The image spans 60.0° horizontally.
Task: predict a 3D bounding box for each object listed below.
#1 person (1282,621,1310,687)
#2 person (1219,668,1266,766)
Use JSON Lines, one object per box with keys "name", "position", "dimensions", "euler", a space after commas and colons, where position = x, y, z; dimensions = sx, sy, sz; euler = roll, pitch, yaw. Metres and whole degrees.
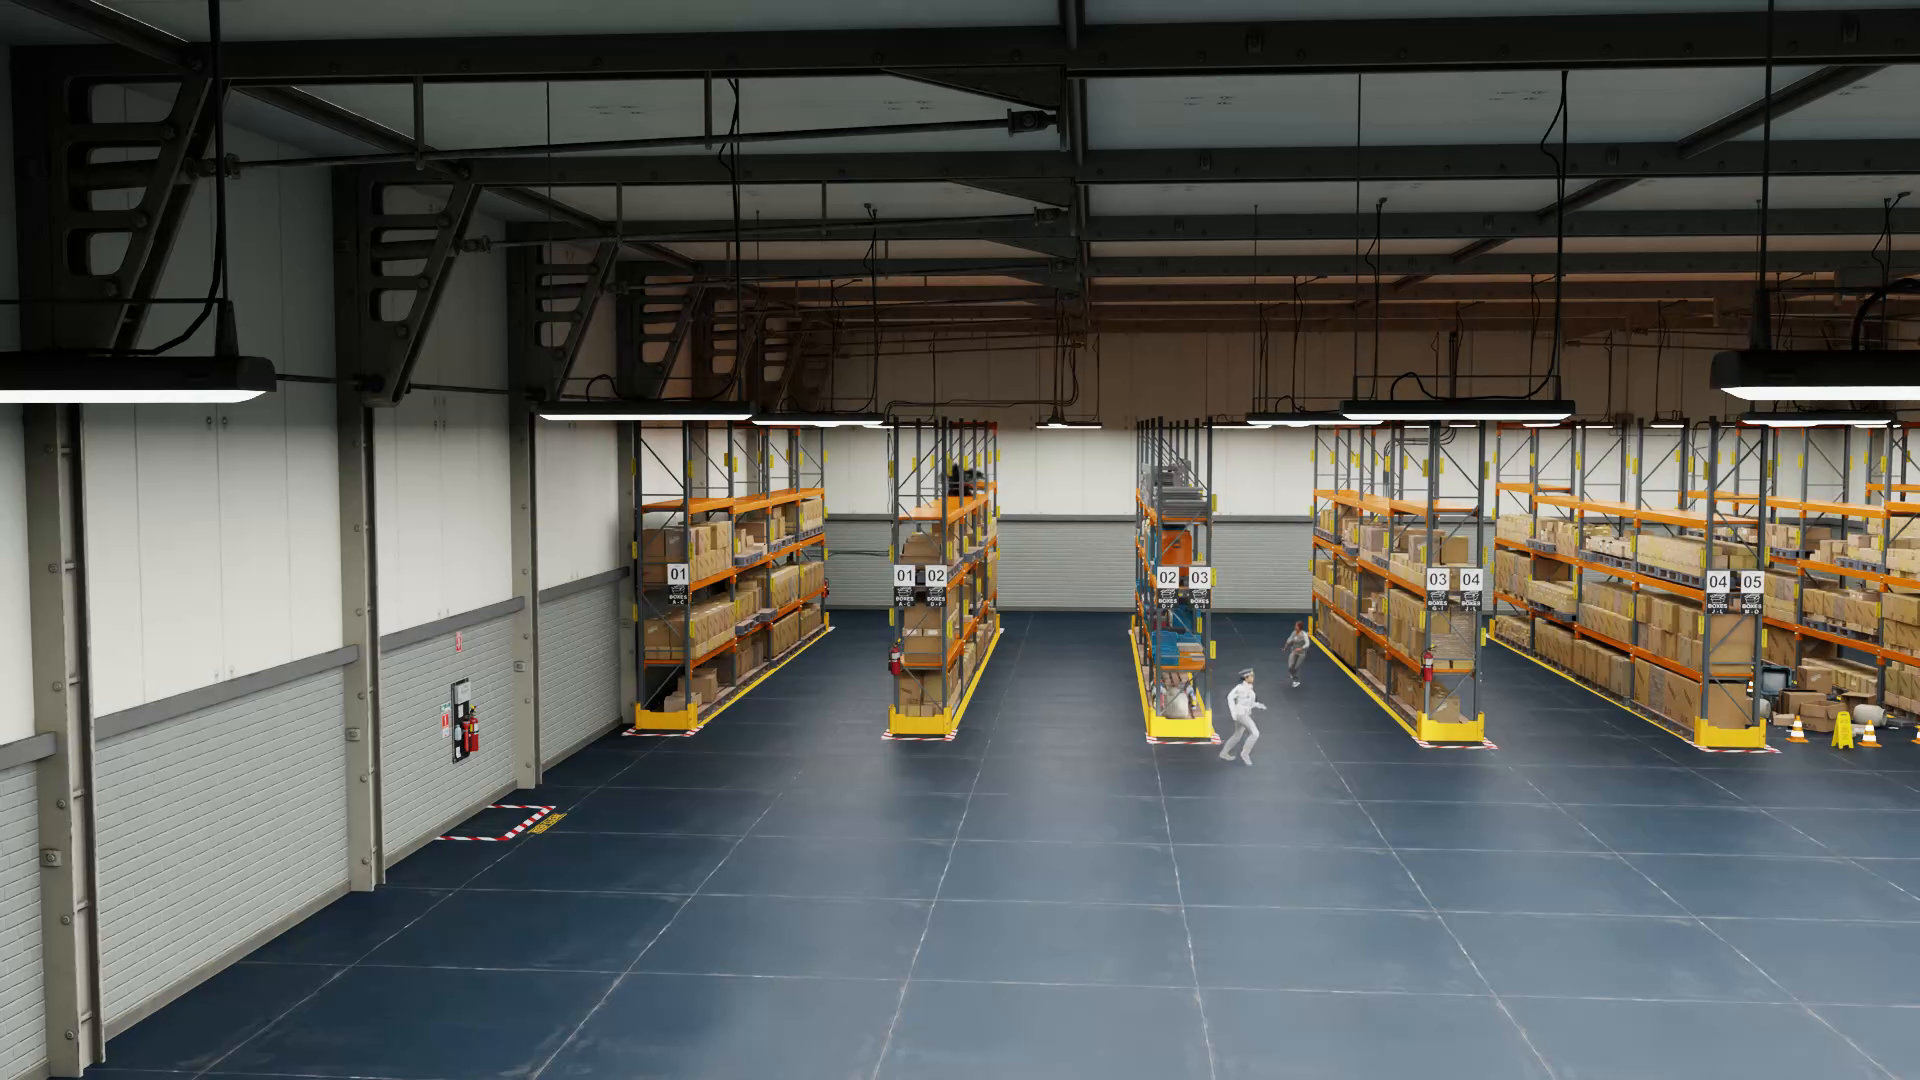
{"name": "person", "position": [7.577, 2.601, 37.340], "dimensions": [0.630, 1.418, 0.515], "euler": [2, 4, 31]}
{"name": "person", "position": [4.845, 3.034, 28.577], "dimensions": [0.806, 1.698, 0.551], "euler": [2, 4, 22]}
